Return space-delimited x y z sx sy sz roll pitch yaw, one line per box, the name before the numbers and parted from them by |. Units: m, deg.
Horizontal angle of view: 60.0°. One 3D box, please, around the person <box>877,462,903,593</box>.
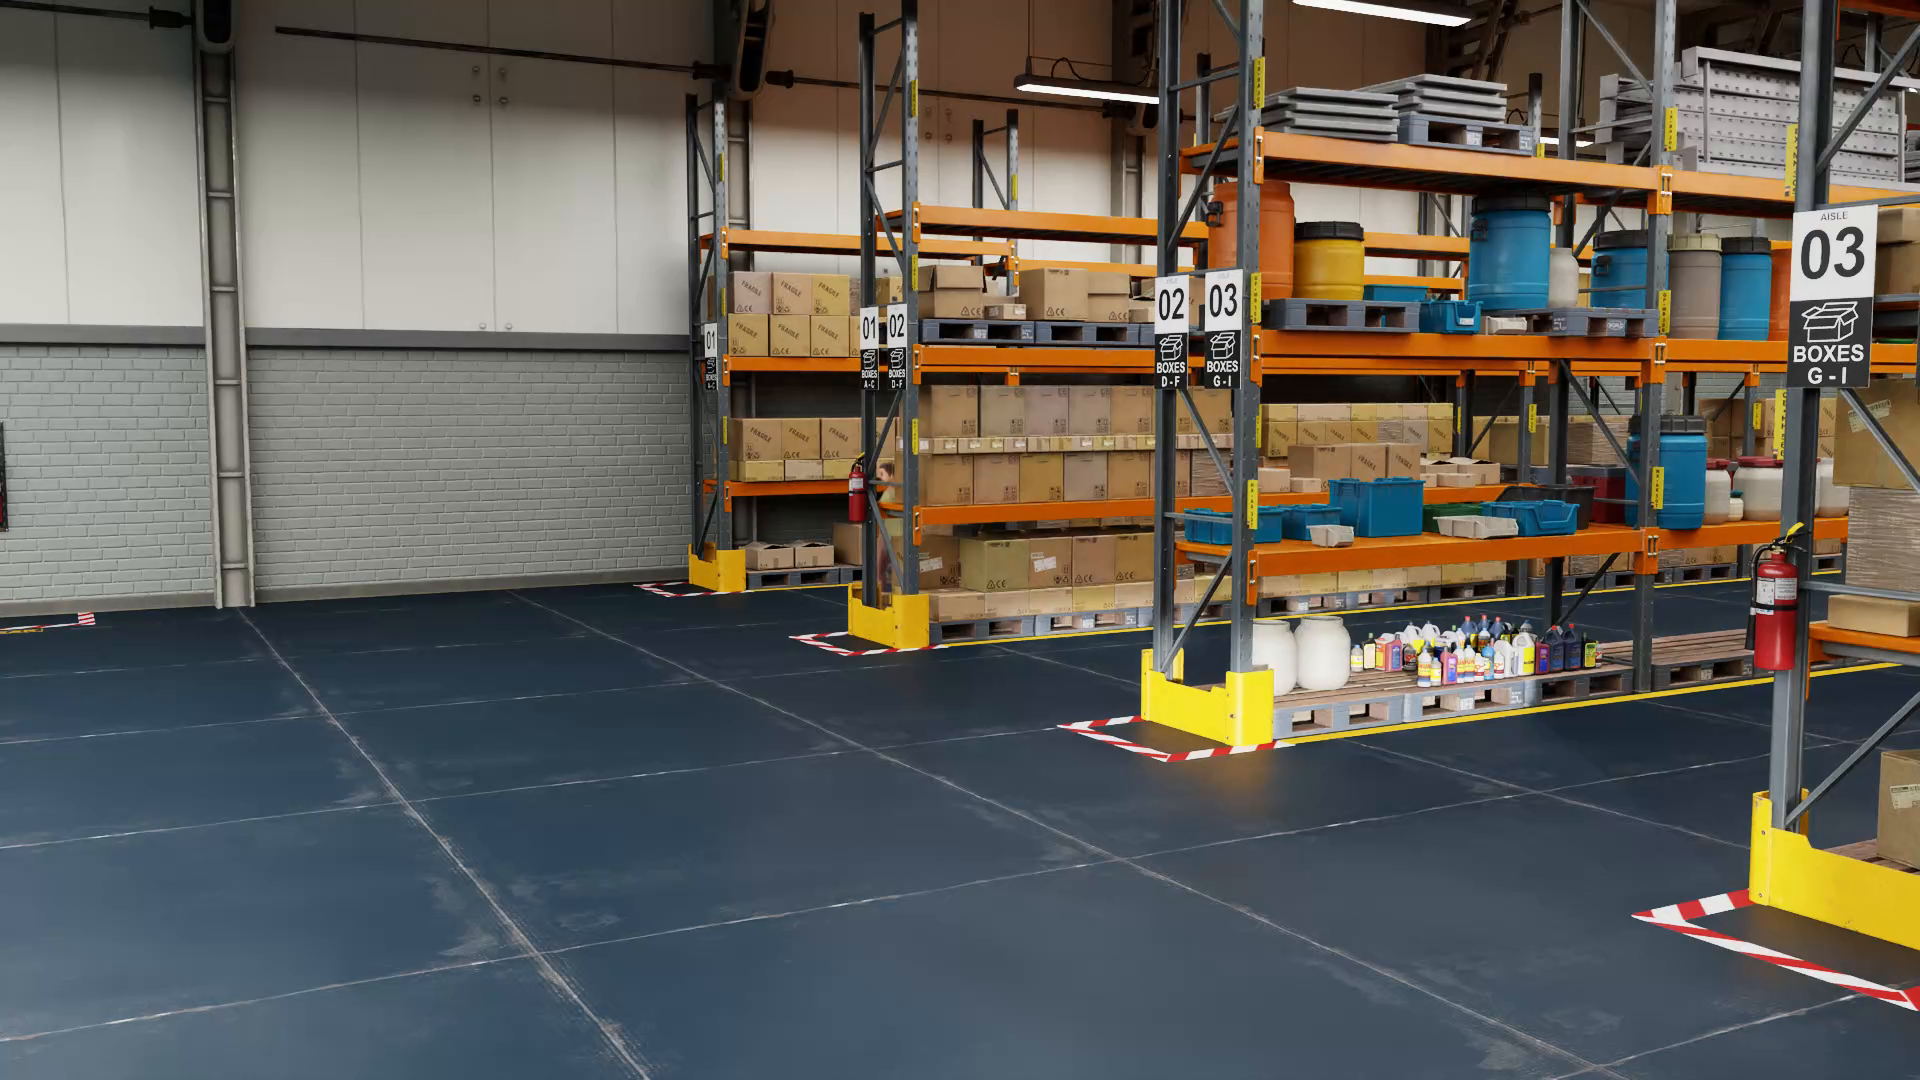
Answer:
person | -0.618 -0.021 17.797 0.967 1.629 0.451 -3 6 -27
